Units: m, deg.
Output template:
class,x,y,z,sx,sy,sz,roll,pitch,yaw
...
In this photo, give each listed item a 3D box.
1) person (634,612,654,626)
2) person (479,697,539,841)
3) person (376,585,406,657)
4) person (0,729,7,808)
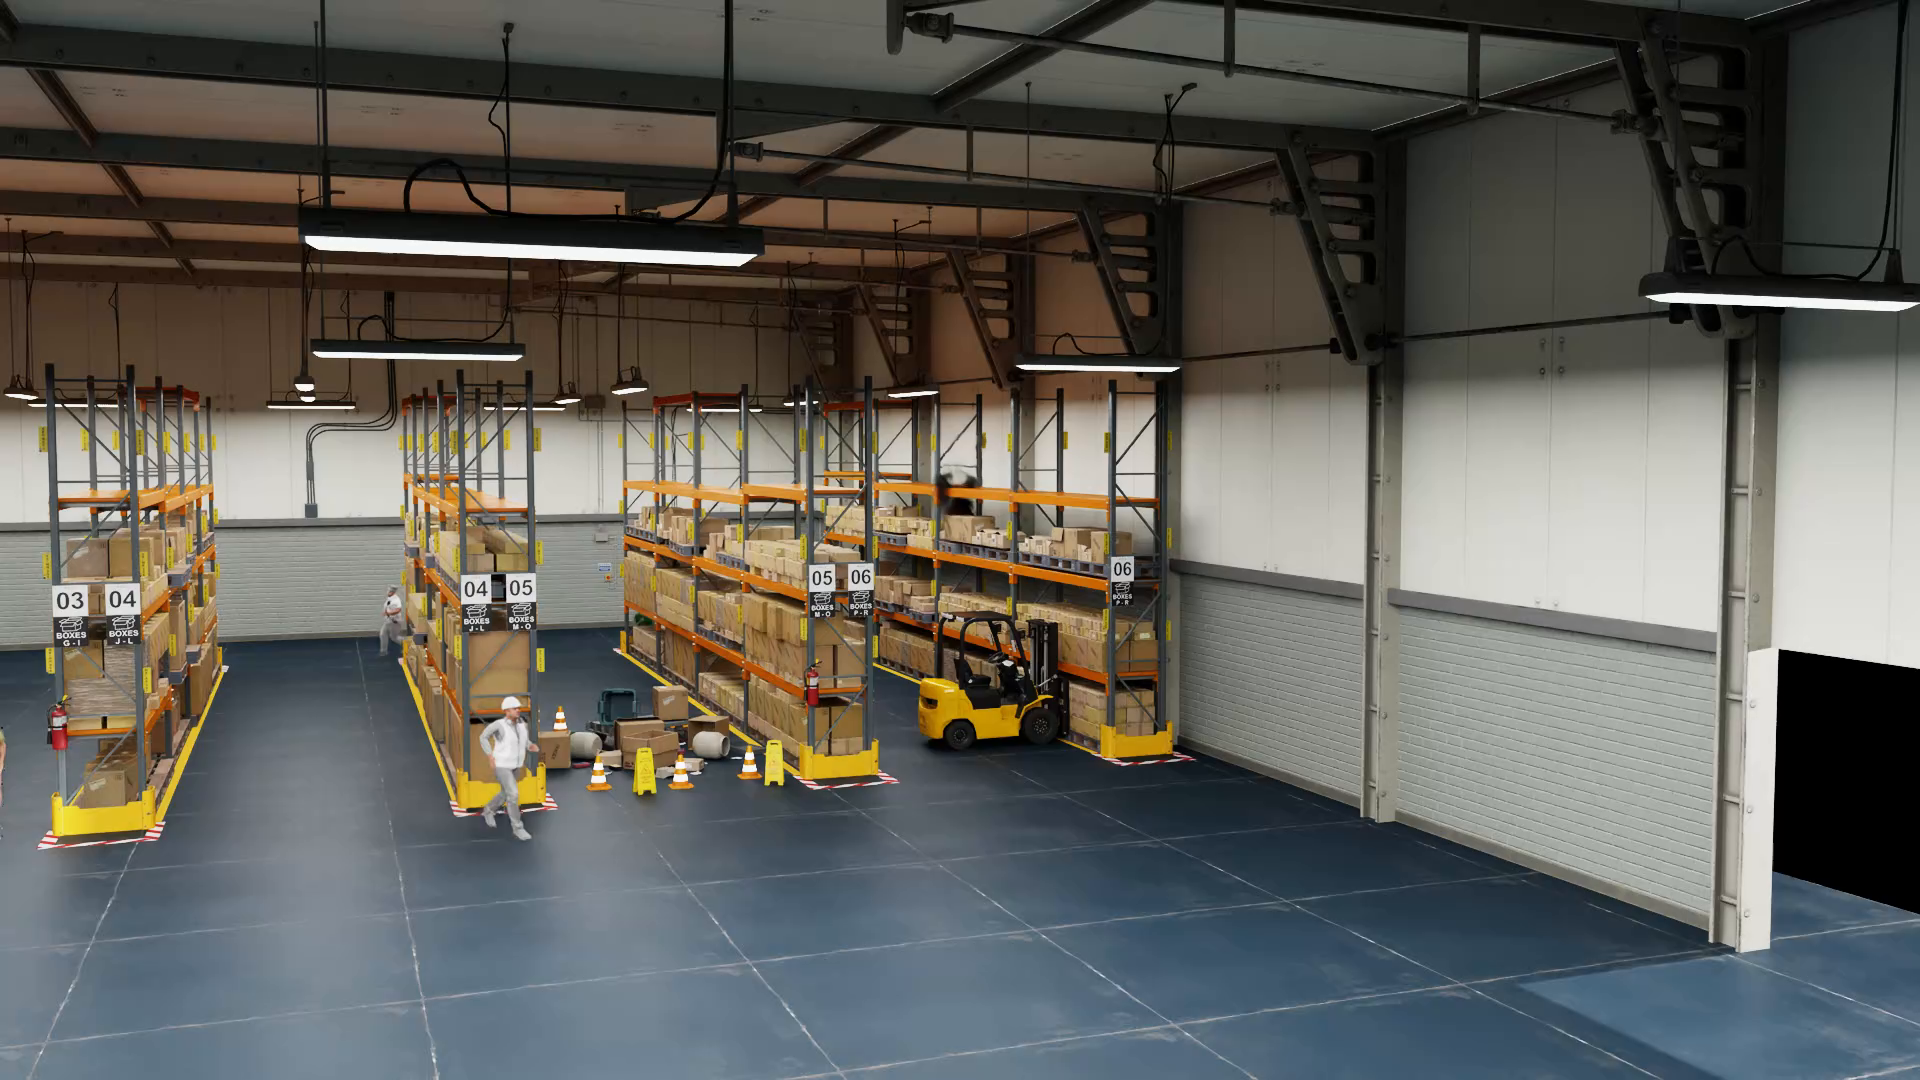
class,x,y,z,sx,sy,sz,roll,pitch,yaw
person,-7.800,1.704,41.160,0.741,1.763,0.688,1,3,9
person,-5.775,2.876,21.197,0.940,1.784,0.623,2,4,29
person,-13.210,1.912,38.895,0.790,1.767,0.788,-2,4,-35
person,-12.367,2.951,21.050,0.587,1.671,0.765,-3,5,-42
